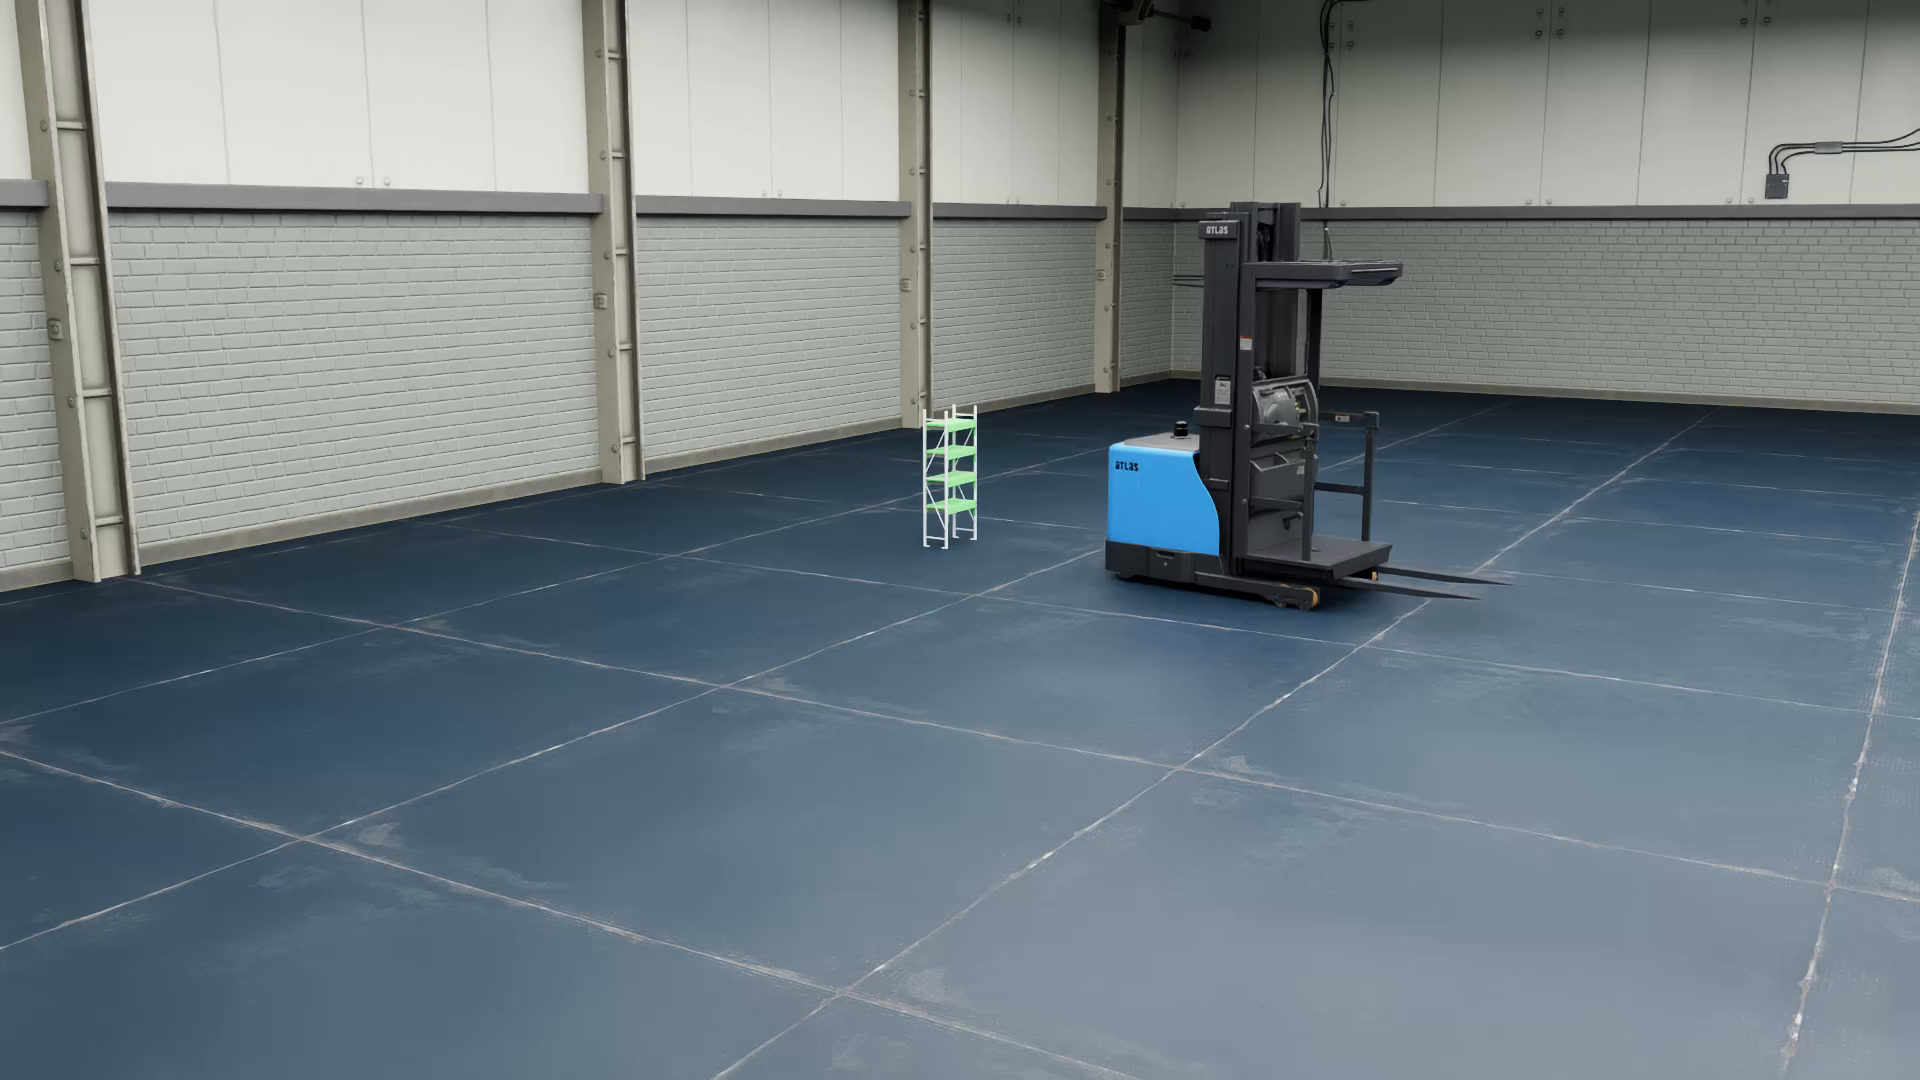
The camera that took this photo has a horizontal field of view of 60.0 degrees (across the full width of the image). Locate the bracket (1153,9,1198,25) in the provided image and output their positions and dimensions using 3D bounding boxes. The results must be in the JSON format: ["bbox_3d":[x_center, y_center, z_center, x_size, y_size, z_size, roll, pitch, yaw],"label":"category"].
[{"bbox_3d":[3.951,-9.046,28.950,0.076,0.066,3.189,6,12,31],"label":"bracket"}]

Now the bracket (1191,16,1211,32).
[{"bbox_3d":[4.258,-9.139,29.446,0.235,0.232,0.430,6,12,31],"label":"bracket"}]

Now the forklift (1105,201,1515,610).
[{"bbox_3d":[2.622,-1.038,12.450,3.031,2.935,1.130,8,14,38],"label":"forklift"}]

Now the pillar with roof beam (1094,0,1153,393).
[{"bbox_3d":[6.188,-6.554,25.422,9.100,9.000,0.548,6,12,31],"label":"pillar with roof beam"}]

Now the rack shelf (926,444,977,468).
[{"bbox_3d":[-0.086,-0.737,14.587,0.258,0.148,0.480,6,12,31],"label":"rack shelf"}]

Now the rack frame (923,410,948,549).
[{"bbox_3d":[-0.213,-0.525,14.414,0.240,1.200,0.015,6,12,31],"label":"rack frame"}]

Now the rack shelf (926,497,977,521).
[{"bbox_3d":[-0.086,-0.265,14.675,0.258,0.148,0.480,6,12,31],"label":"rack shelf"}]

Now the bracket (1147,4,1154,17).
[{"bbox_3d":[3.028,-8.766,27.455,0.235,0.232,0.430,6,12,31],"label":"bracket"}]

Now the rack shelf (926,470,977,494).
[{"bbox_3d":[-0.086,-0.501,14.631,0.258,0.148,0.480,6,12,31],"label":"rack shelf"}]

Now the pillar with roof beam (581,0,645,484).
[{"bbox_3d":[-0.042,-4.667,15.341,9.100,9.000,0.400,6,12,31],"label":"pillar with roof beam"}]

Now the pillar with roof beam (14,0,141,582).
[{"bbox_3d":[-3.157,-3.723,10.301,9.100,9.000,0.400,6,12,31],"label":"pillar with roof beam"}]

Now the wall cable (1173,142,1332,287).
[{"bbox_3d":[5.168,-5.776,29.705,3.097,2.526,0.112,6,12,31],"label":"wall cable"}]

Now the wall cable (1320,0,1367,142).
[{"bbox_3d":[7.481,-8.000,27.859,3.097,2.526,0.112,6,12,31],"label":"wall cable"}]

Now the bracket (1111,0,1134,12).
[{"bbox_3d":[2.597,-8.635,26.758,0.235,0.232,0.430,6,12,31],"label":"bracket"}]

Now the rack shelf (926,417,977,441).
[{"bbox_3d":[-0.086,-0.973,14.543,0.258,0.148,0.480,6,12,31],"label":"rack shelf"}]

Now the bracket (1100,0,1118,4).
[{"bbox_3d":[1.259,-8.230,24.593,0.076,0.066,4.783,6,12,31],"label":"bracket"}]

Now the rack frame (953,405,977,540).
[{"bbox_3d":[0.041,-0.602,14.824,0.240,1.200,0.015,6,12,31],"label":"rack frame"}]

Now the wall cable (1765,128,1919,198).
[{"bbox_3d":[13.274,-8.064,24.248,2.305,6.003,0.169,6,12,31],"label":"wall cable"}]

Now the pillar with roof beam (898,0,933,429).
[{"bbox_3d":[3.073,-5.610,20.382,9.100,9.000,0.400,6,12,31],"label":"pillar with roof beam"}]

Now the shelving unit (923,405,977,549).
[{"bbox_3d":[-0.086,-0.564,14.619,0.258,1.200,0.503,6,12,31],"label":"shelving unit"}]
